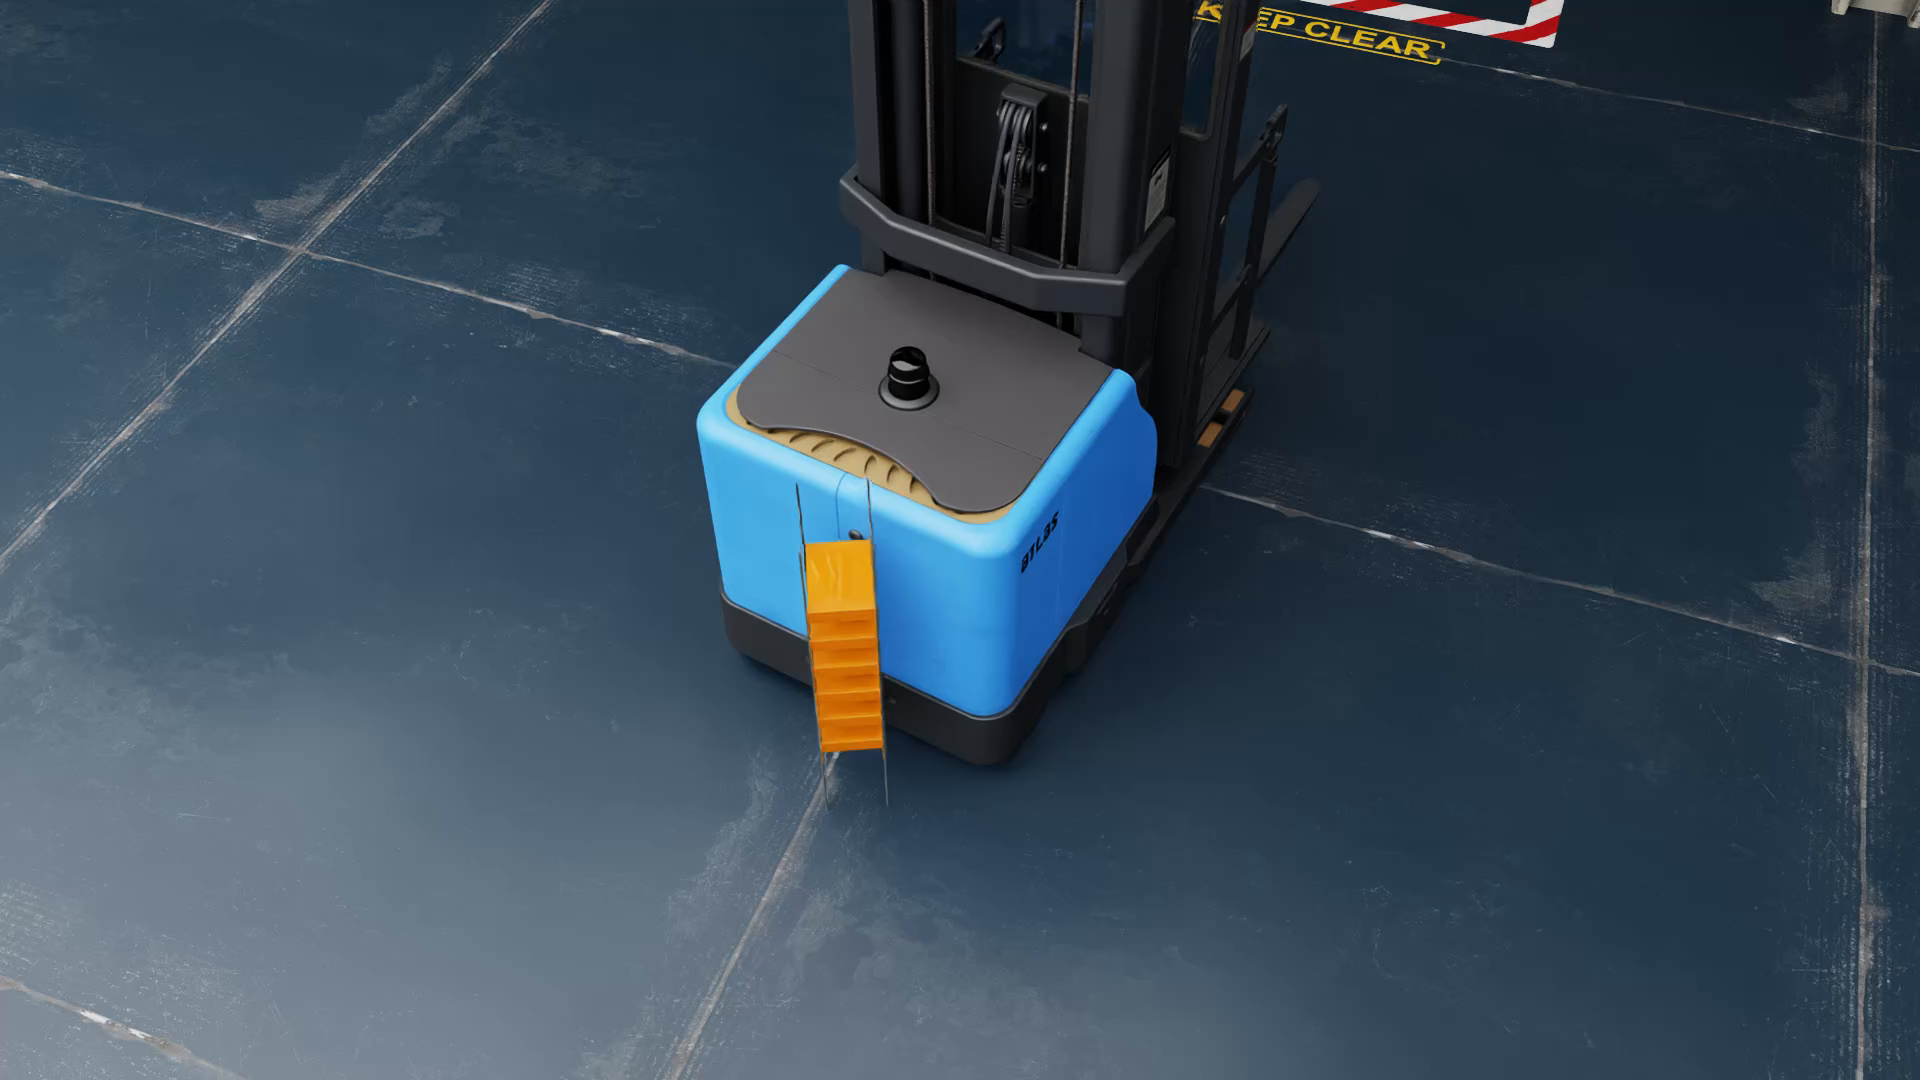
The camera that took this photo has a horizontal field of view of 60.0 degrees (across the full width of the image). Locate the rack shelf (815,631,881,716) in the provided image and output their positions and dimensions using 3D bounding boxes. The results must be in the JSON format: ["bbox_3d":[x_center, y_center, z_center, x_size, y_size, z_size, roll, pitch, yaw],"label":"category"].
[{"bbox_3d":[-0.321,0.360,4.702,0.180,0.103,0.258,-4,49,-3],"label":"rack shelf"}]

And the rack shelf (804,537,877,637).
[{"bbox_3d":[-0.320,0.123,4.431,0.180,0.103,0.258,-4,49,-3],"label":"rack shelf"}]

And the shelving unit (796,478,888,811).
[{"bbox_3d":[-0.320,0.330,4.669,0.189,1.200,0.258,-4,49,-3],"label":"shelving unit"}]

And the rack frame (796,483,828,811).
[{"bbox_3d":[-0.412,0.336,4.663,0.006,1.200,0.240,-4,49,-3],"label":"rack frame"}]

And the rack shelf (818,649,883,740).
[{"bbox_3d":[-0.321,0.439,4.793,0.180,0.103,0.258,-4,49,-3],"label":"rack shelf"}]

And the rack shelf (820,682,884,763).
[{"bbox_3d":[-0.321,0.517,4.883,0.180,0.103,0.258,-4,49,-3],"label":"rack shelf"}]

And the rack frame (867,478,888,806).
[{"bbox_3d":[-0.229,0.324,4.674,0.006,1.200,0.240,-4,49,-3],"label":"rack frame"}]

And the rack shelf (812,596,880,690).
[{"bbox_3d":[-0.320,0.281,4.612,0.180,0.103,0.258,-4,49,-3],"label":"rack shelf"}]

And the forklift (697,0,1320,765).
[{"bbox_3d":[0.412,-1.388,5.013,1.130,2.935,3.031,23,53,19],"label":"forklift"}]

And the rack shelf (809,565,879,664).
[{"bbox_3d":[-0.320,0.202,4.521,0.180,0.103,0.258,-4,49,-3],"label":"rack shelf"}]
